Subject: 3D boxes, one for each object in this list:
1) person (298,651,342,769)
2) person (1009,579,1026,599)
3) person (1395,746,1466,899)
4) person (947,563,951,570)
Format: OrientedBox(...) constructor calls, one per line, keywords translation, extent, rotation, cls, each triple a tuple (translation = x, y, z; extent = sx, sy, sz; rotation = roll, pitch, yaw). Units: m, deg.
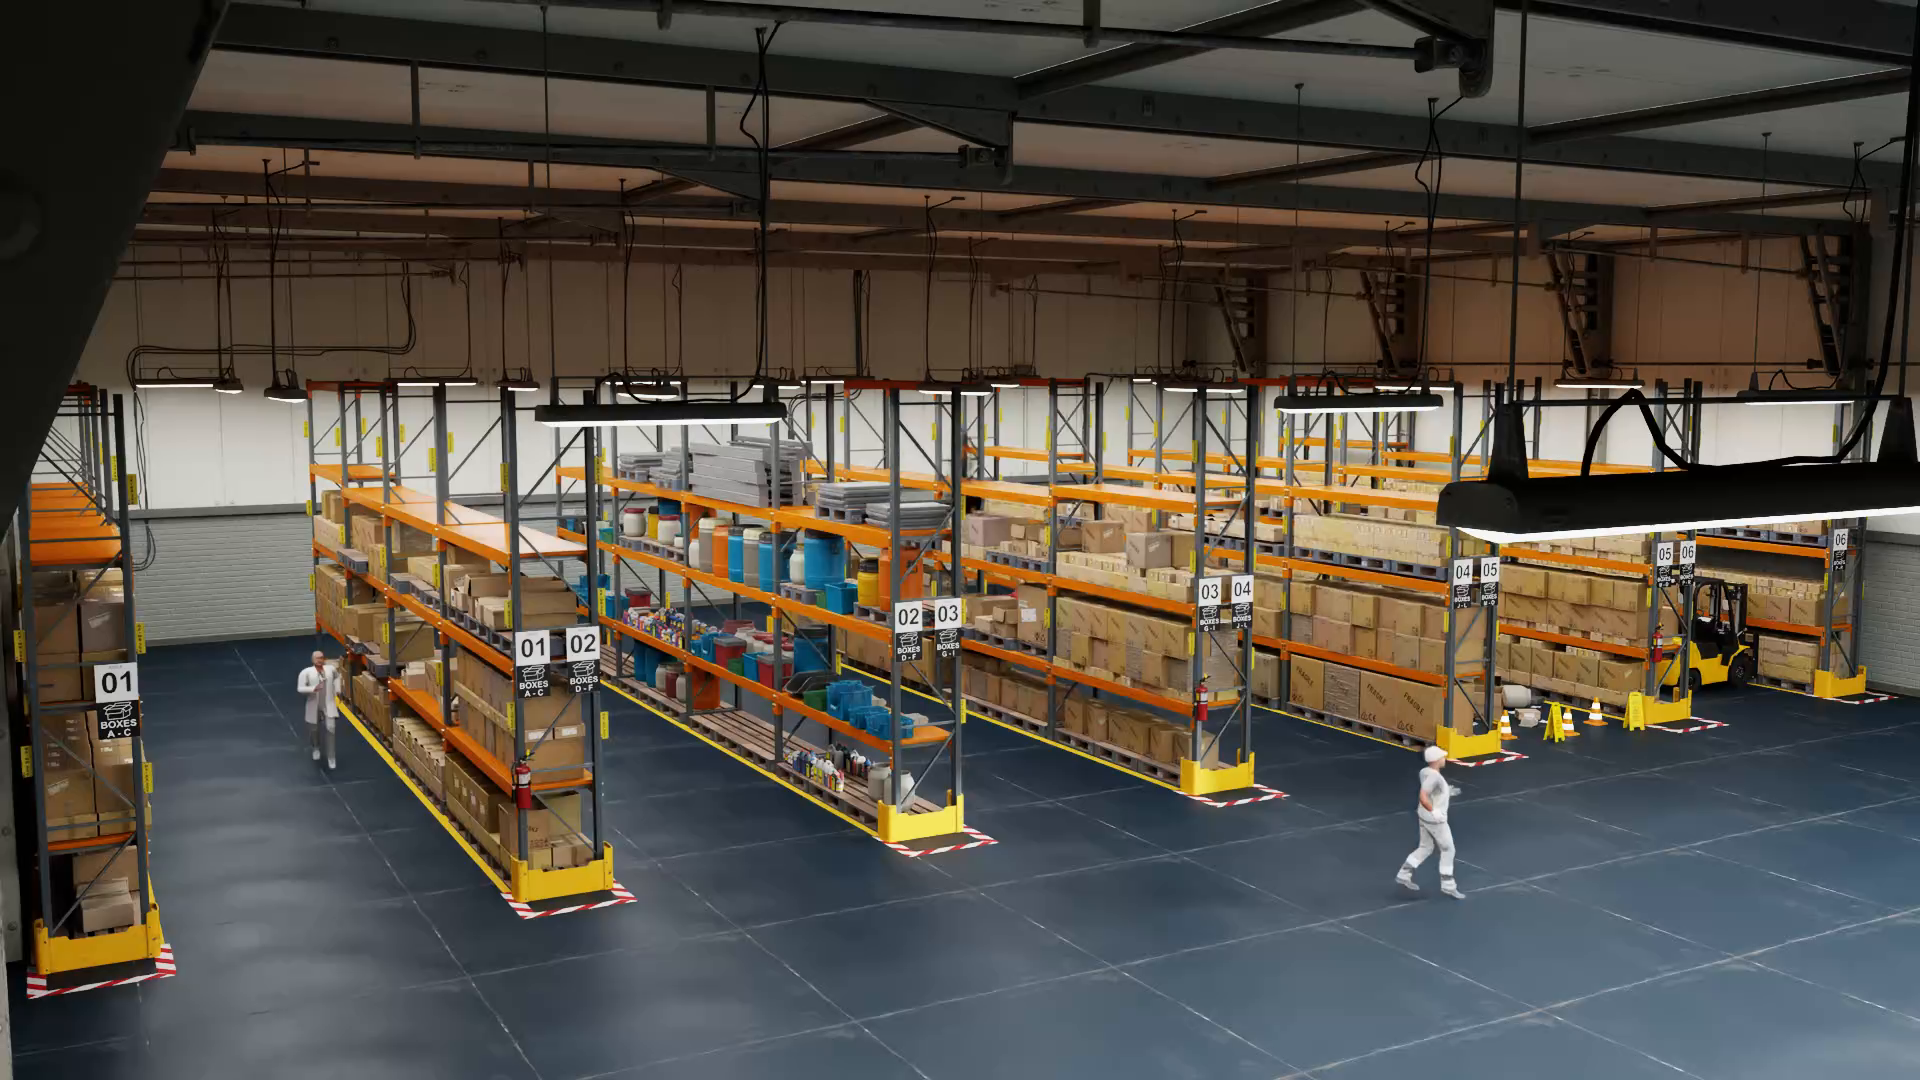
OrientedBox(translation=(-10.088, 2.657, 26.233), extent=(0.677, 1.846, 0.866), rotation=(-3, 7, -28), cls="person")
OrientedBox(translation=(1.338, 1.647, 35.853), extent=(0.669, 1.613, 0.807), rotation=(-3, 7, -29), cls="person")
OrientedBox(translation=(5.595, 3.340, 19.704), extent=(0.814, 1.824, 0.640), rotation=(0, 6, -2), cls="person")
OrientedBox(translation=(-0.139, 1.035, 41.549), extent=(0.708, 1.818, 0.647), rotation=(-5, 8, -39), cls="person")
